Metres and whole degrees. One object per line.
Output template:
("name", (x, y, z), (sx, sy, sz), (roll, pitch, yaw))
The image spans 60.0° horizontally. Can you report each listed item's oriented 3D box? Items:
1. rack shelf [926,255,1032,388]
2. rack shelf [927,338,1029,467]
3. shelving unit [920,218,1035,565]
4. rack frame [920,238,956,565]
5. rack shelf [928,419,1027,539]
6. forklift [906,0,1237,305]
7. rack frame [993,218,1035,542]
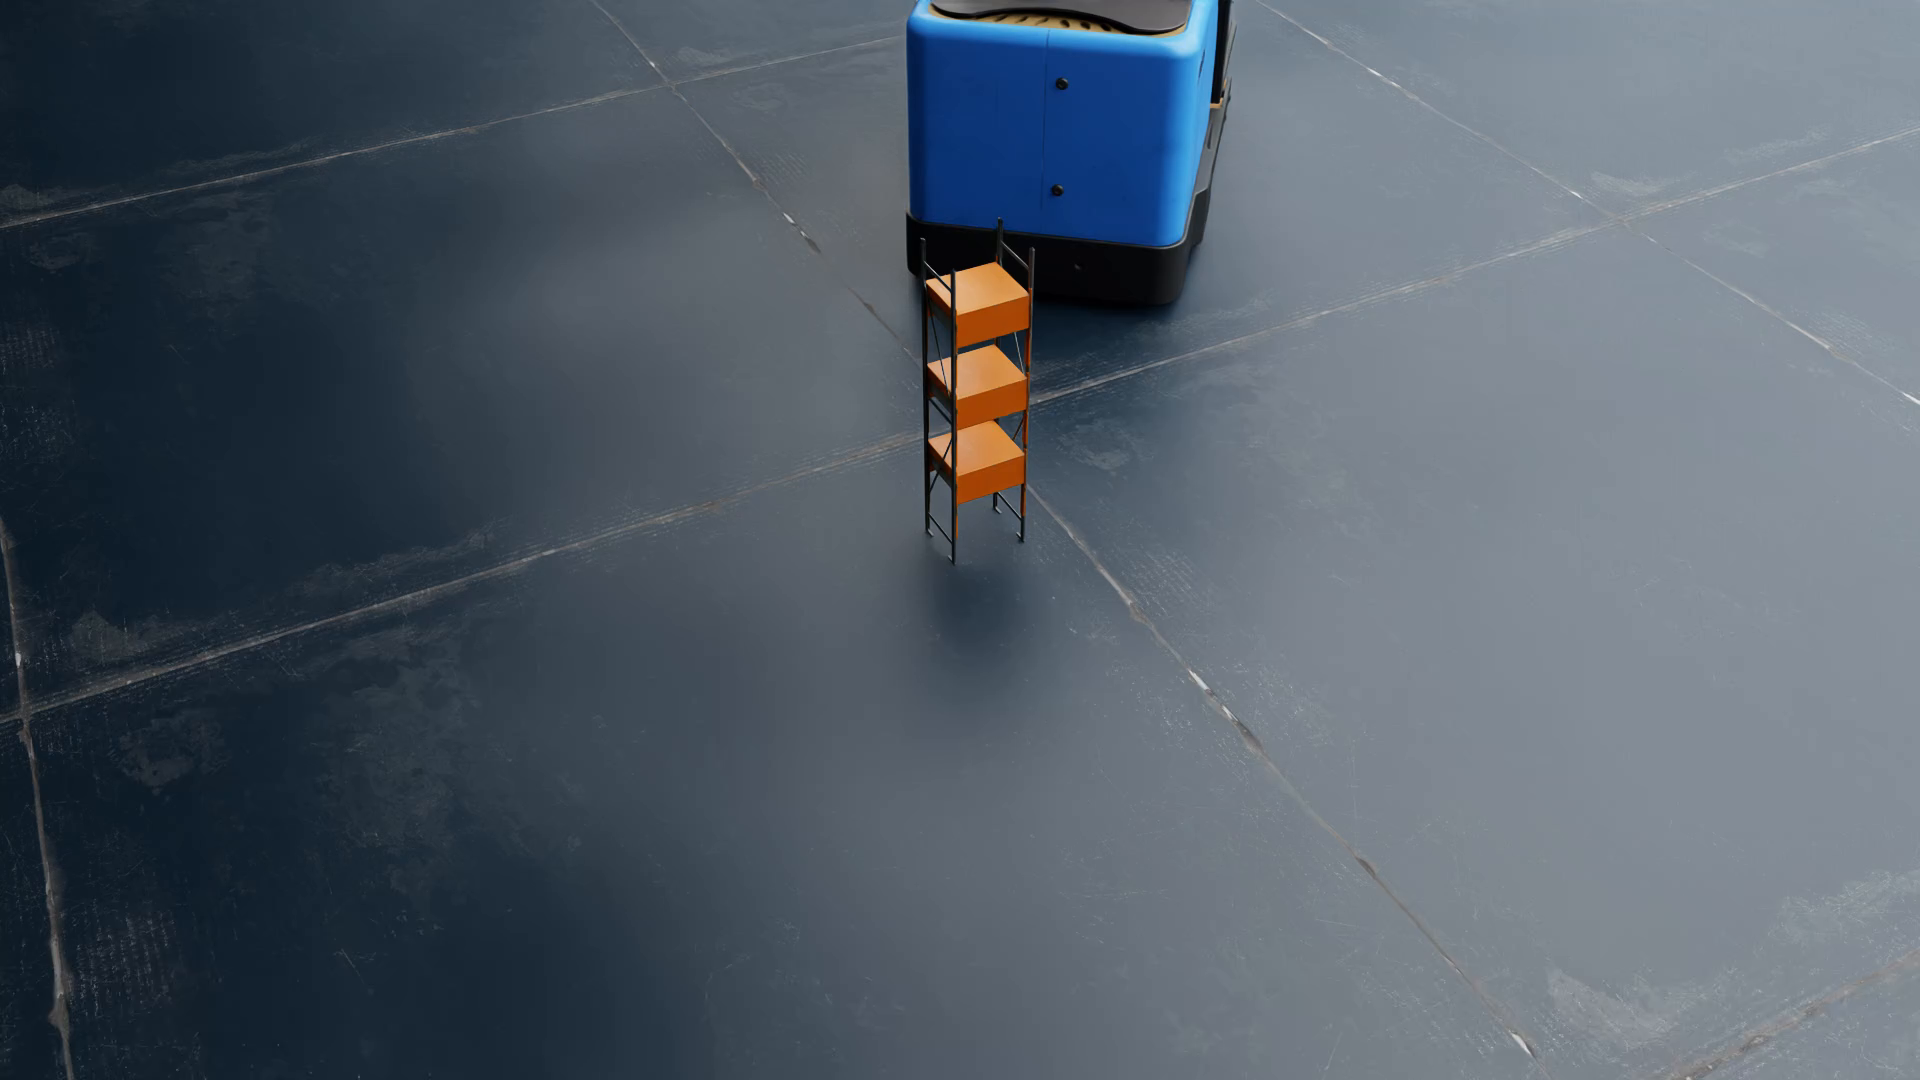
("rack shelf", (0.047, -0.625, 4.753), (0.240, 0.259, 0.215), (-19, 44, -21))
("rack shelf", (0.047, -0.409, 4.937), (0.240, 0.259, 0.215), (-19, 44, -21))
("shelving unit", (0.047, -0.417, 4.930), (0.252, 1.050, 0.215), (-19, 44, -21))
("rack frame", (-0.061, -0.380, 4.887), (0.008, 1.050, 0.200), (-19, 44, -21))
("rack shelf", (0.047, -0.196, 5.116), (0.240, 0.259, 0.215), (-19, 44, -21))
("forklift", (0.610, -2.949, 6.465), (1.130, 2.935, 3.031), (8, 41, 9))
("rack frame", (0.156, -0.453, 4.973), (0.008, 1.050, 0.200), (-19, 44, -21))
